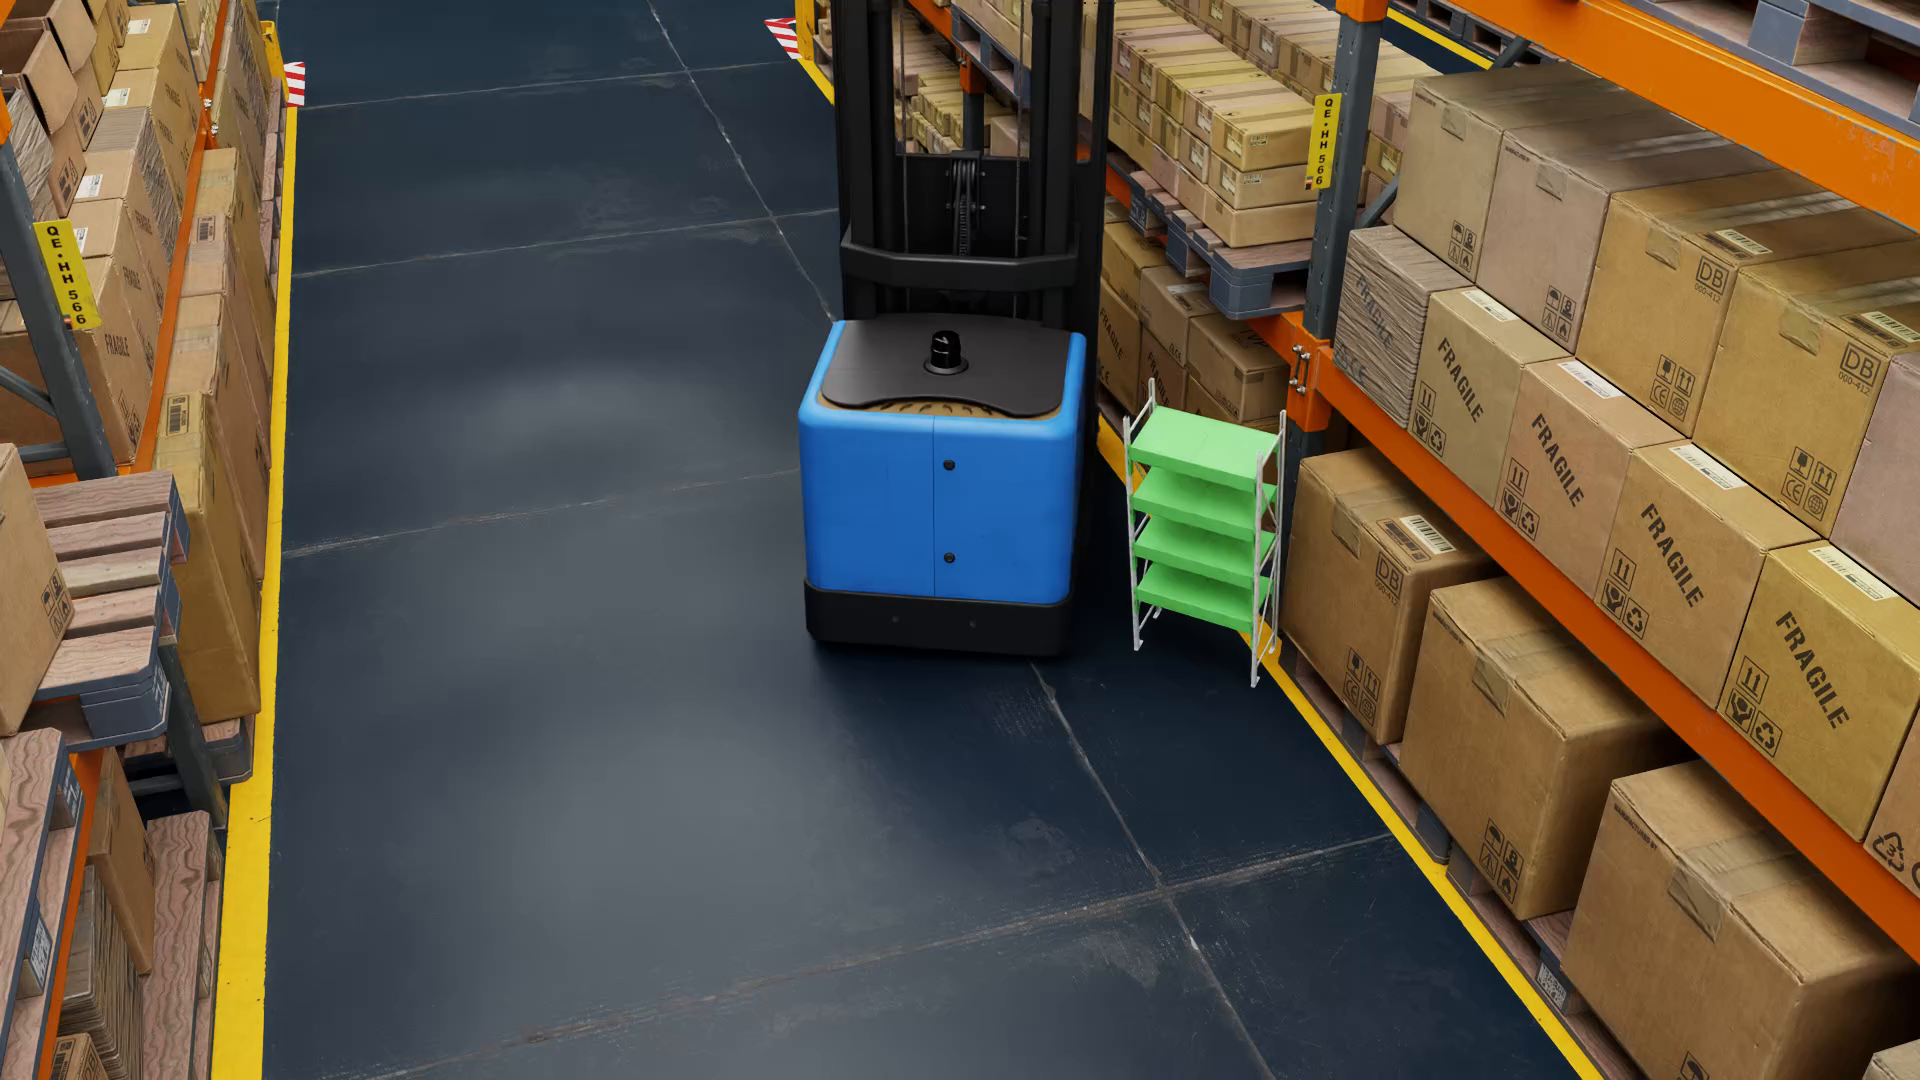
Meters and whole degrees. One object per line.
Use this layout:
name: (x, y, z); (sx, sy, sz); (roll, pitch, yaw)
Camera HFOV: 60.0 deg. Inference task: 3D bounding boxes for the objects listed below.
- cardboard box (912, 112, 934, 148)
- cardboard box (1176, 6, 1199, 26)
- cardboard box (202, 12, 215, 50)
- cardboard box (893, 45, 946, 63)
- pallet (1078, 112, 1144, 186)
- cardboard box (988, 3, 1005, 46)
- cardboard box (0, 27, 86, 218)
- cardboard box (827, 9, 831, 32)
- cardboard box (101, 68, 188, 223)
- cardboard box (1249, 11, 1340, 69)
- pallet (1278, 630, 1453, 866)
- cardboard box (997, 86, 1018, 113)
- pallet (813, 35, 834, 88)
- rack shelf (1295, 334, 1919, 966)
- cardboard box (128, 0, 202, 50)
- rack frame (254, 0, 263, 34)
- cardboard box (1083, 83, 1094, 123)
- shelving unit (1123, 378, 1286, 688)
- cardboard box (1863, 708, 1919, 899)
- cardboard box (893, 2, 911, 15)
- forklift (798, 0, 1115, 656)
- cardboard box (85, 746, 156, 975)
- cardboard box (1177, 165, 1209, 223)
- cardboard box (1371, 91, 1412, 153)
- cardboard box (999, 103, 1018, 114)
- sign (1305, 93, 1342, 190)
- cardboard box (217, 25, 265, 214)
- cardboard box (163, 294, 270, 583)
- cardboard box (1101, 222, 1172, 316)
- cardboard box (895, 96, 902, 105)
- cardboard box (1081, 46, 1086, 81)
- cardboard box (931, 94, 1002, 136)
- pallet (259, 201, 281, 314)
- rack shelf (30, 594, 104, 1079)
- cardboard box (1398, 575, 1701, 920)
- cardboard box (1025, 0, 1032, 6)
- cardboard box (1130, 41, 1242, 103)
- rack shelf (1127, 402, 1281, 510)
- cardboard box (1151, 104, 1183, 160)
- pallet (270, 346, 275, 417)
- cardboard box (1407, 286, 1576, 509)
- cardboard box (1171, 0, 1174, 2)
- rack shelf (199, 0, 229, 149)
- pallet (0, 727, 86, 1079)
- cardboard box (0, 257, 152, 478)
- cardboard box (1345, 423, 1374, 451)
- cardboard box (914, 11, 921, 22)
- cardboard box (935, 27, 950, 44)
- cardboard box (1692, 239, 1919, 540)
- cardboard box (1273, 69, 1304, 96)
cardboard box: (-0.080, -2.577, 10.364); (0.380, 0.149, 0.250); (-11, 35, -16)
cardboard box: (1.226, -2.404, 7.745); (0.380, 0.149, 0.250); (-10, 35, -15)
cardboard box: (-4.178, -2.679, 8.811); (0.380, 0.149, 0.250); (-9, 34, -13)
cardboard box: (-0.313, -3.127, 10.926); (0.380, 0.149, 0.250); (-11, 35, -16)
pallet: (1.089, -1.929, 7.623); (1.003, 0.211, 1.213); (-10, 35, -15)
cardboard box: (0.356, -2.587, 8.291); (0.380, 0.149, 0.250); (-10, 35, -14)
cardboard box: (-3.427, -1.385, 5.625); (0.797, 0.503, 0.637); (-9, 35, -14)
cardboard box: (-0.764, -3.816, 12.239); (0.380, 0.149, 0.250); (-10, 35, -15)
cardboard box: (-3.530, -1.604, 6.866); (0.500, 0.500, 0.500); (-10, 35, -15)
cardboard box: (1.455, -2.122, 7.048); (0.380, 0.149, 0.250); (-8, 34, -13)
pallet: (1.900, 0.613, 6.131); (1.003, 0.211, 1.213); (-10, 35, -15)
cardboard box: (0.452, -2.806, 10.441); (0.380, 0.149, 0.250); (-10, 35, -15)
pallet: (-0.472, -3.542, 12.418); (1.003, 0.211, 1.213); (-10, 35, -15)
rack shelf: (2.342, 0.373, 4.617); (1.077, 0.370, 4.000); (-10, 35, -15)
cardboard box: (-4.137, -2.648, 8.403); (0.500, 0.250, 0.500); (-11, 35, -16)
rack frame: (-5.463, -4.396, 11.182); (1.000, 3.000, 0.127); (-10, 35, -15)
cardboard box: (0.757, -1.903, 7.257); (0.380, 0.149, 0.250); (-9, 35, -13)
shelving unit: (0.903, -0.004, 6.137); (0.503, 1.200, 0.258); (17, 49, 24)
cardboard box: (2.384, 0.587, 3.550); (0.500, 0.500, 0.500); (-10, 35, -15)
cardboard box: (-0.565, -3.684, 11.770); (0.380, 0.149, 0.250); (-12, 35, -17)
forklift: (0.076, -1.567, 6.963); (1.130, 2.935, 3.031); (4, 34, 6)
cardboard box: (-2.800, 1.012, 4.866); (0.700, 0.500, 0.500); (-12, 35, -17)
cardboard box: (1.069, -1.360, 6.434); (0.380, 0.149, 0.250); (-10, 35, -15)
cardboard box: (1.774, -1.573, 6.217); (0.380, 0.149, 0.250); (-10, 35, -15)
cardboard box: (0.434, -2.671, 10.506); (0.380, 0.149, 0.250); (-10, 35, -15)
sign: (1.218, -1.331, 5.565); (0.100, 0.325, 0.005); (-10, 35, -15)
cardboard box: (-4.643, -2.417, 9.734); (0.875, 0.875, 0.875); (-10, 35, -15)
cardboard box: (-3.478, -0.320, 6.560); (1.225, 0.875, 0.875); (-10, 35, -15)
cardboard box: (0.969, -1.270, 7.657); (0.500, 0.250, 0.500); (-9, 35, -14)
cardboard box: (-0.264, -2.903, 11.128); (0.380, 0.149, 0.250); (-9, 35, -14)
cardboard box: (0.673, -2.167, 7.385); (0.380, 0.149, 0.250); (-11, 35, -16)
cardboard box: (0.039, -2.582, 10.102); (0.380, 0.149, 0.250); (-10, 35, -14)
pallet: (-4.401, -1.545, 9.397); (1.003, 0.211, 1.213); (-10, 35, -15)
rack shelf: (-2.413, 1.154, 3.435); (1.077, 0.370, 4.000); (-10, 35, -15)
cardboard box: (2.101, 0.580, 5.312); (1.050, 0.750, 0.750); (-9, 35, -14)
cardboard box: (0.512, -2.565, 7.719); (0.380, 0.149, 0.250); (-10, 35, -15)
cardboard box: (0.906, -1.885, 6.689); (0.380, 0.149, 0.250); (-9, 35, -13)
rack shelf: (0.859, -0.299, 5.847); (0.480, 0.148, 0.258); (17, 49, 24)
cardboard box: (0.981, -1.632, 6.576); (0.380, 0.149, 0.250); (-9, 35, -14)
pallet: (-3.936, -0.740, 8.179); (1.003, 0.211, 1.213); (-10, 35, -15)
cardboard box: (1.769, -0.471, 5.152); (0.500, 0.500, 0.500); (-10, 35, -15)
cardboard box: (1.131, -2.673, 7.882); (0.380, 0.149, 0.250); (-11, 35, -16)
rack shelf: (-4.853, -3.046, 9.791); (1.077, 0.370, 4.000); (-10, 35, -15)
pallet: (-2.380, 0.916, 3.316); (1.003, 0.211, 1.213); (-10, 35, -15)
cardboard box: (-2.912, -0.539, 5.254); (0.500, 0.500, 0.500); (-9, 35, -13)
cardboard box: (1.759, -0.524, 7.208); (0.500, 0.500, 0.500); (-11, 35, -17)
cardboard box: (-0.116, -3.786, 12.193); (0.380, 0.149, 0.250); (-11, 35, -17)
cardboard box: (0.044, -3.484, 11.468); (0.380, 0.149, 0.250); (-11, 35, -16)
cardboard box: (2.329, -0.396, 4.131); (0.700, 0.500, 0.500); (-10, 35, -15)
cardboard box: (1.529, -1.873, 6.941); (0.380, 0.149, 0.250); (-10, 35, -15)
